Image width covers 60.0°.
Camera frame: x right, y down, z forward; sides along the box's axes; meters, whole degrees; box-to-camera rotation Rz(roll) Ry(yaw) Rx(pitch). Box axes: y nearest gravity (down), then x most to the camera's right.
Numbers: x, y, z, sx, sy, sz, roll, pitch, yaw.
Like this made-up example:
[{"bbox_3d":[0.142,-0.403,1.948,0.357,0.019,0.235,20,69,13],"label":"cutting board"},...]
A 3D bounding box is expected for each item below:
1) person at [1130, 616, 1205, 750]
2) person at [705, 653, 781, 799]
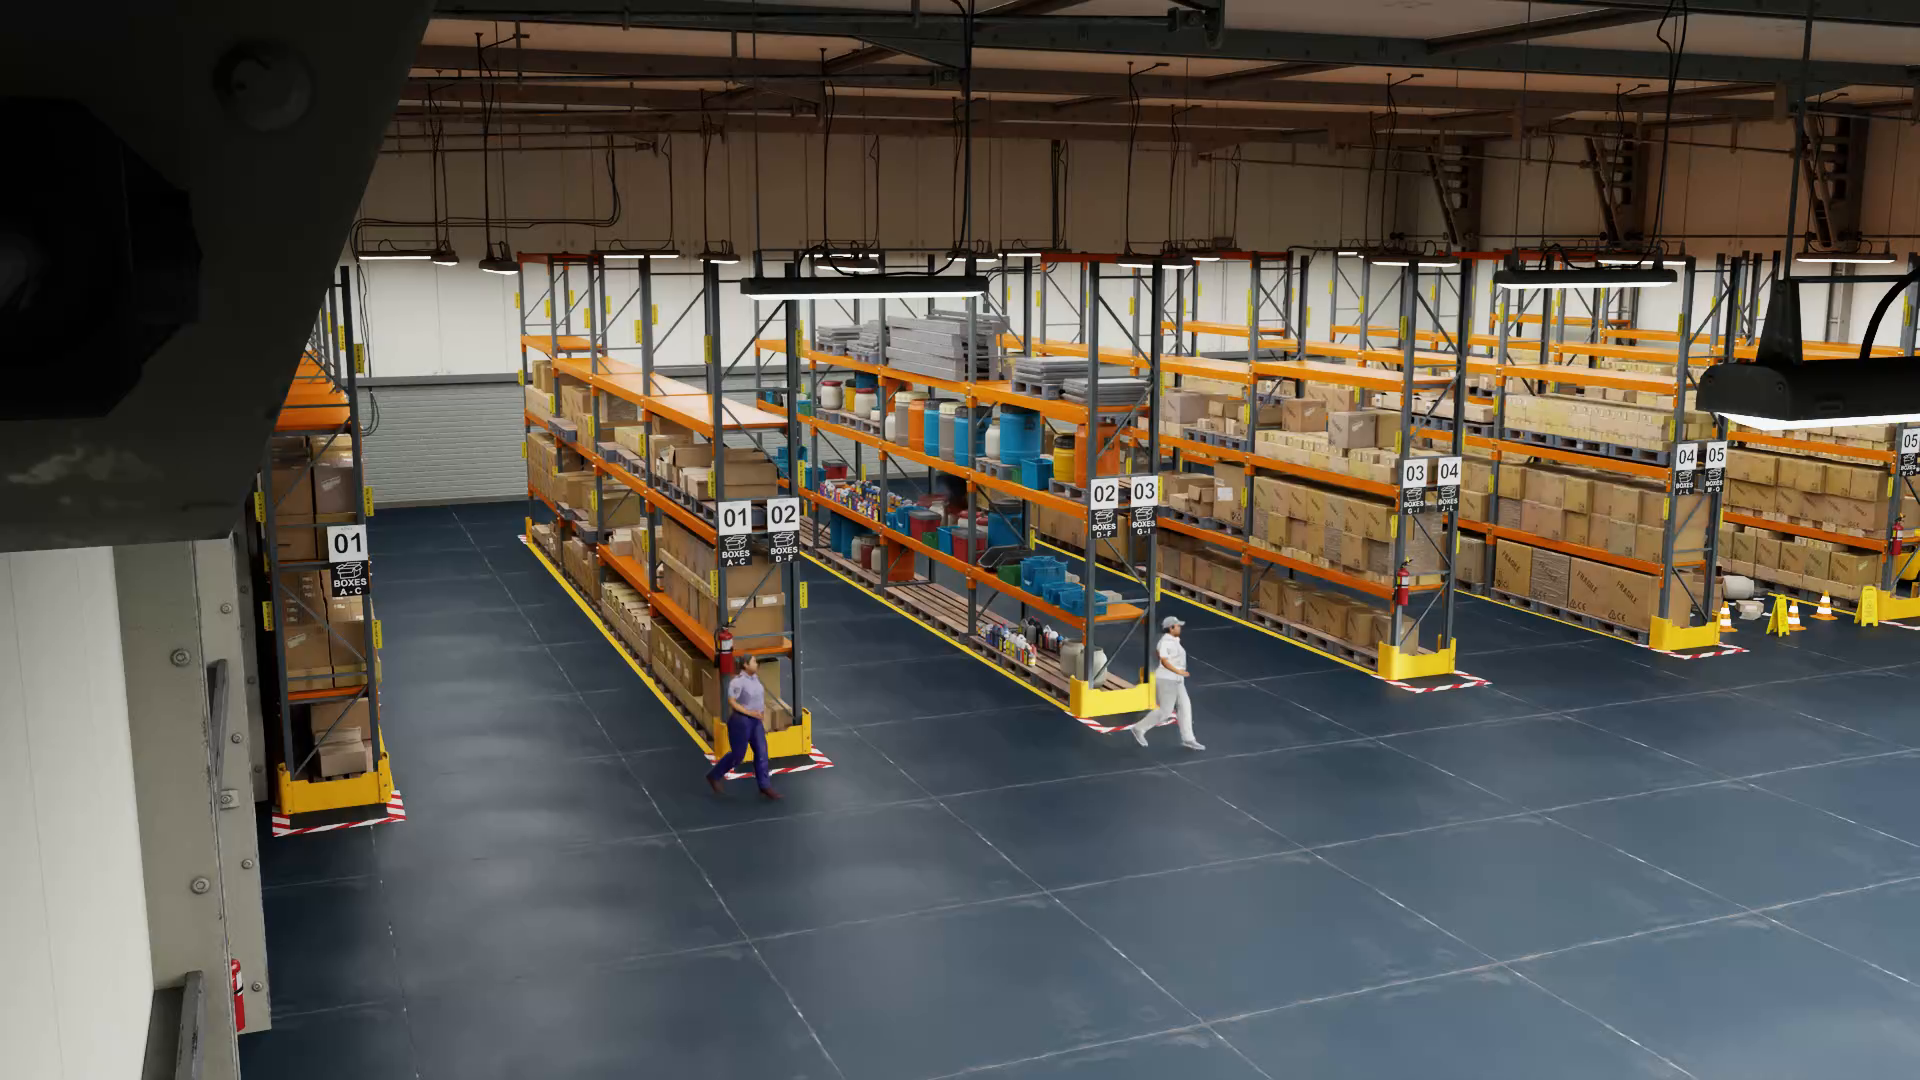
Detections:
[{"bbox_3d":[2.635,1.776,20.784,0.926,1.630,0.691,3,11,14],"label":"person"},{"bbox_3d":[-2.398,2.093,19.016,0.905,1.607,0.673,5,11,25],"label":"person"}]
